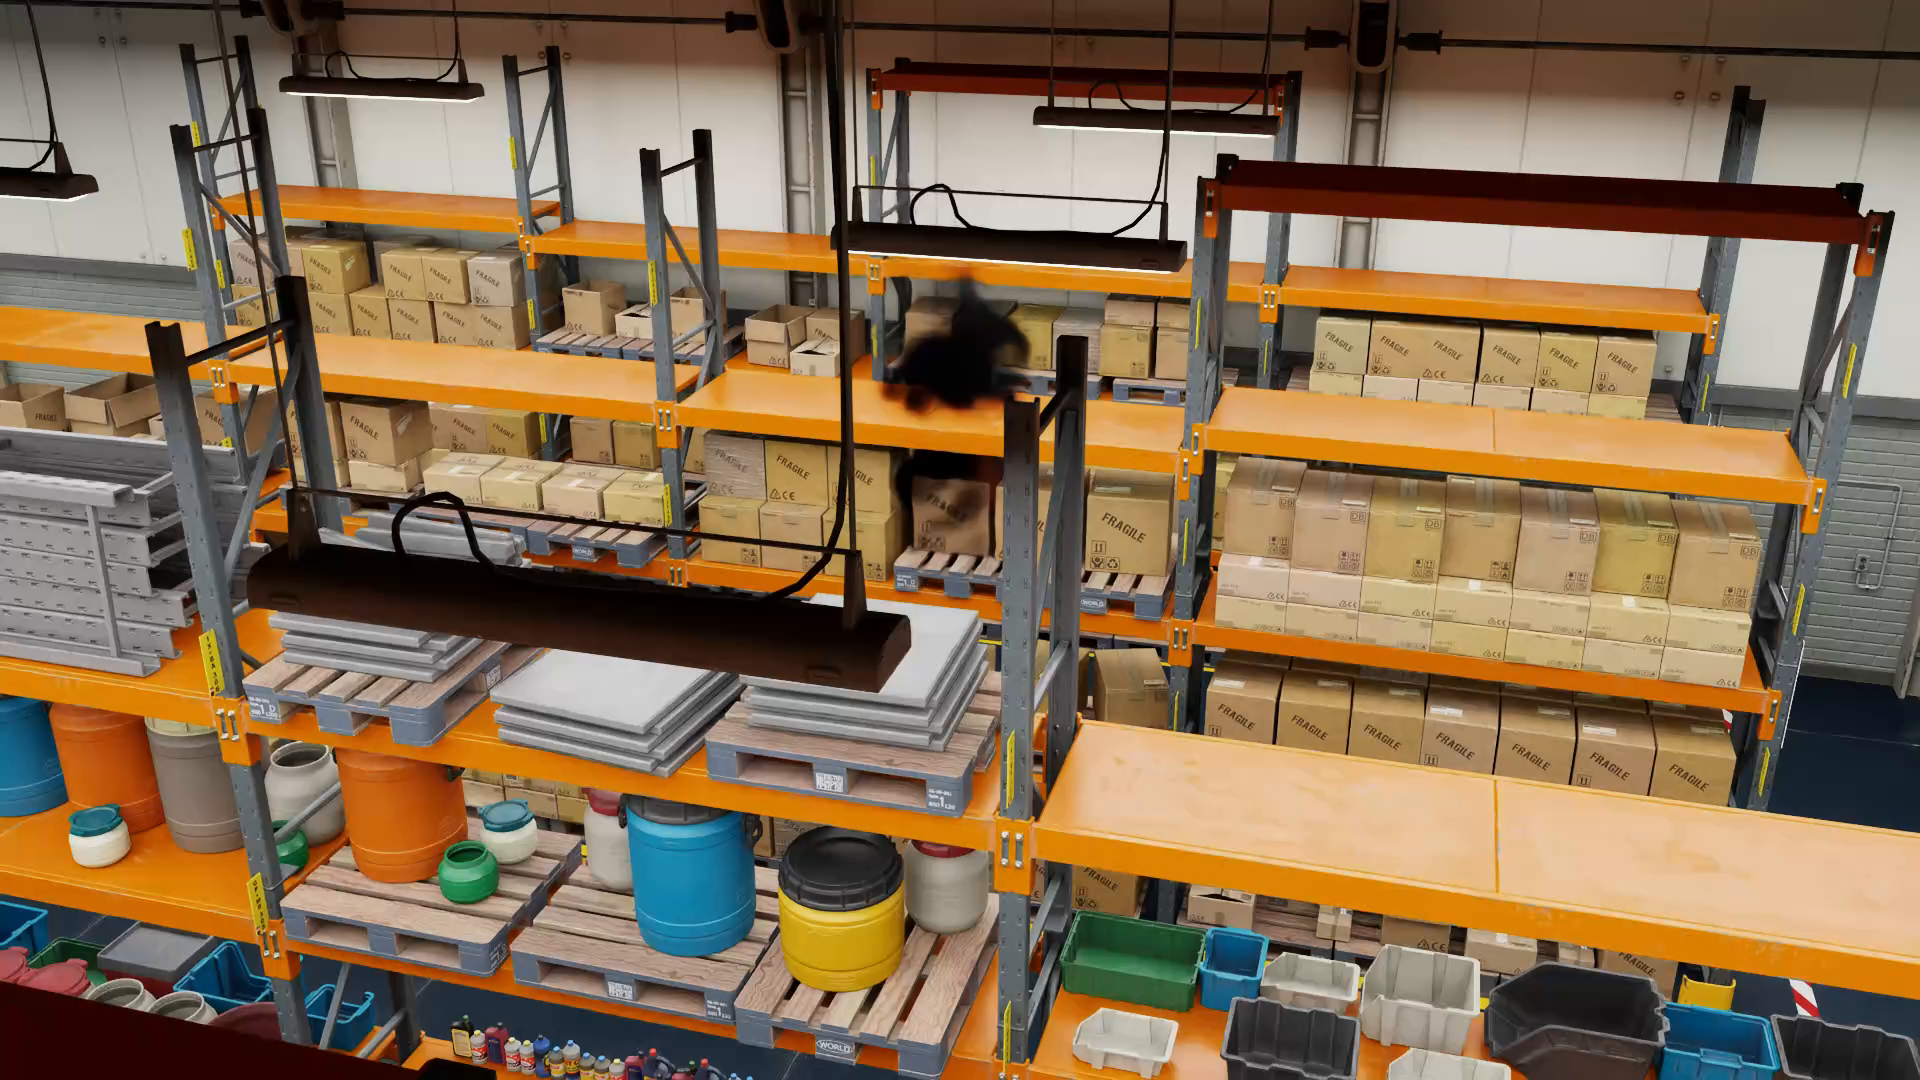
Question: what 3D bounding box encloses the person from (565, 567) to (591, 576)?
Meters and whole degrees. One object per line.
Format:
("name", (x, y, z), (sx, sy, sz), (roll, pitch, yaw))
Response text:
("person", (-3.693, 0.958, 16.286), (0.767, 1.700, 0.566), (2, 23, 6))
